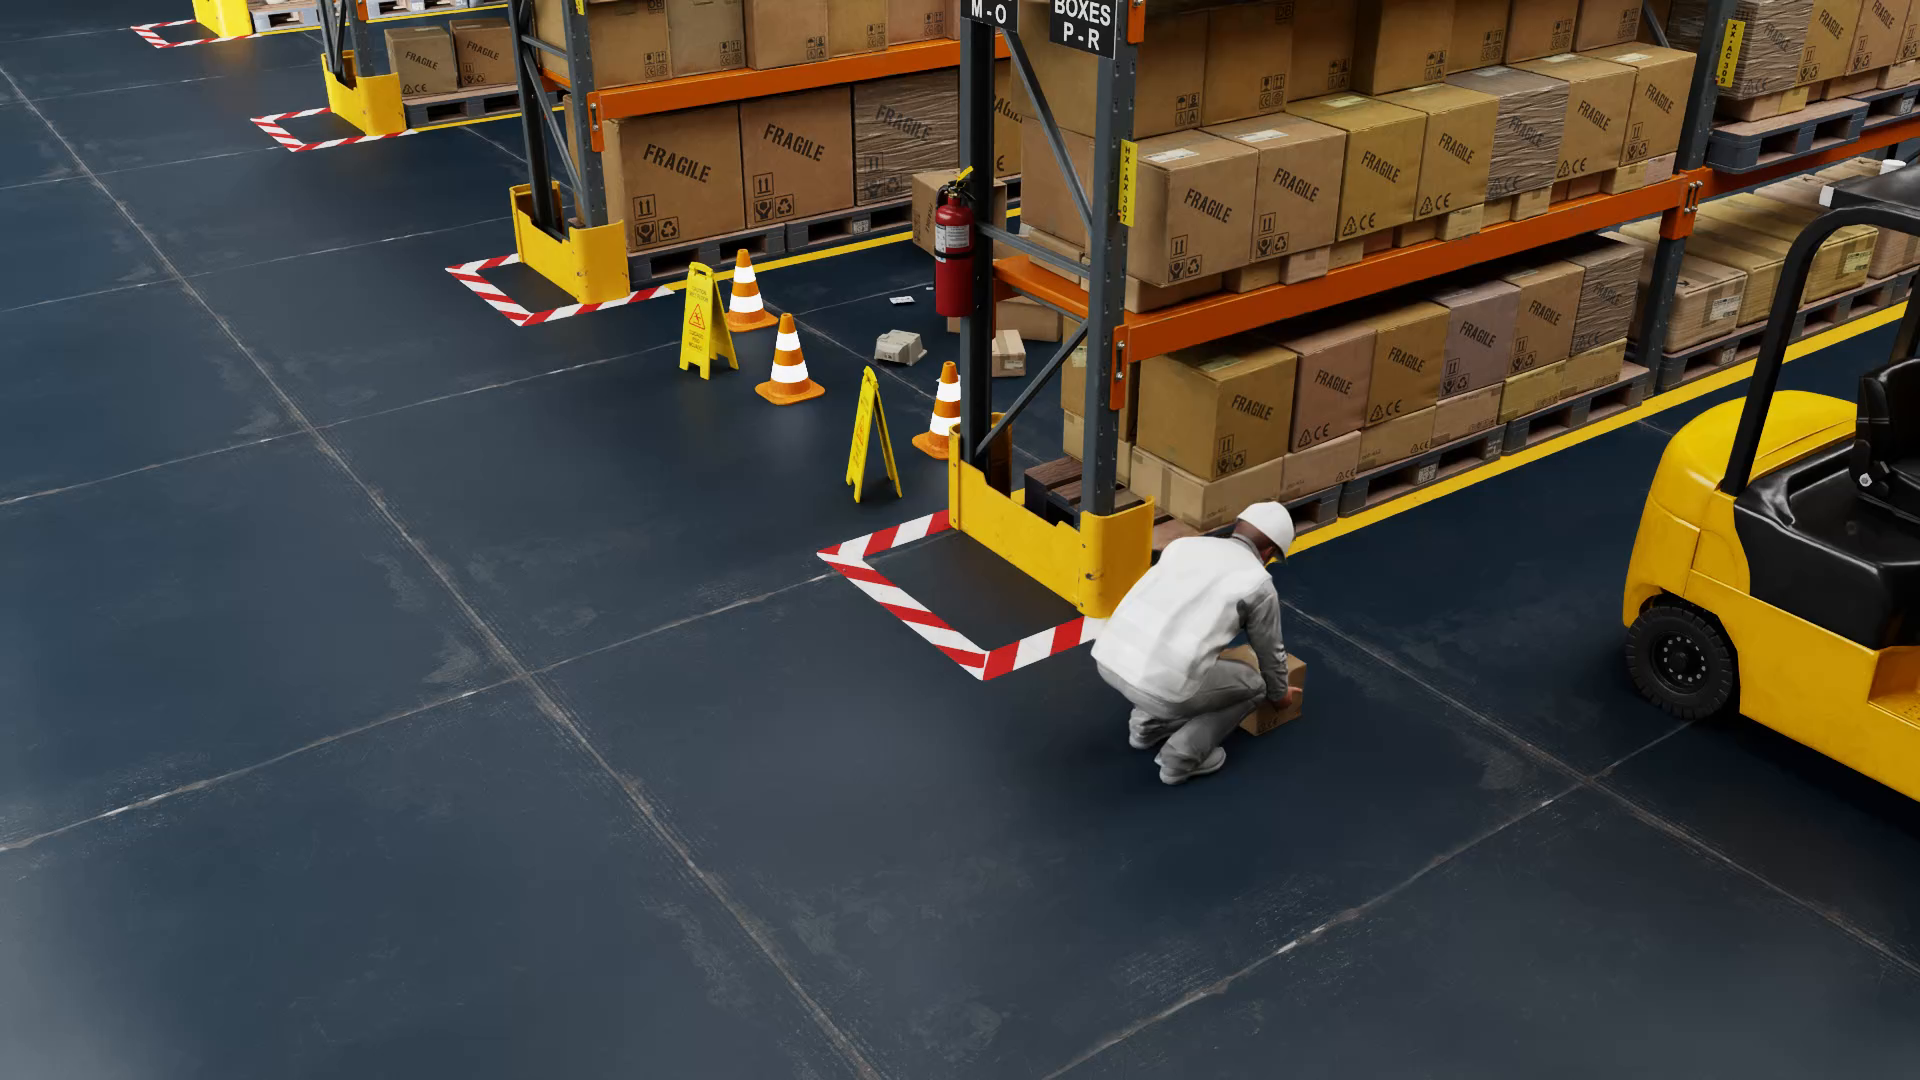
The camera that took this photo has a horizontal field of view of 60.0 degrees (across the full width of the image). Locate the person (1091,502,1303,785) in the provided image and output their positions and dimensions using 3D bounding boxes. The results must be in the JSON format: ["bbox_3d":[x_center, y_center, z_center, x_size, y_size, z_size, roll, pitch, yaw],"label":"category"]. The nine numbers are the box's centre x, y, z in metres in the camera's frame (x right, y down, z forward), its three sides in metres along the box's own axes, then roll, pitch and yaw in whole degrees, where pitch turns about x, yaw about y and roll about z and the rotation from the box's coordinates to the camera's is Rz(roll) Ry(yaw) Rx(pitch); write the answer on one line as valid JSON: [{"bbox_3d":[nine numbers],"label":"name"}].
[{"bbox_3d":[0.916,0.378,6.304,0.913,0.916,0.536,-19,34,-31],"label":"person"}]
